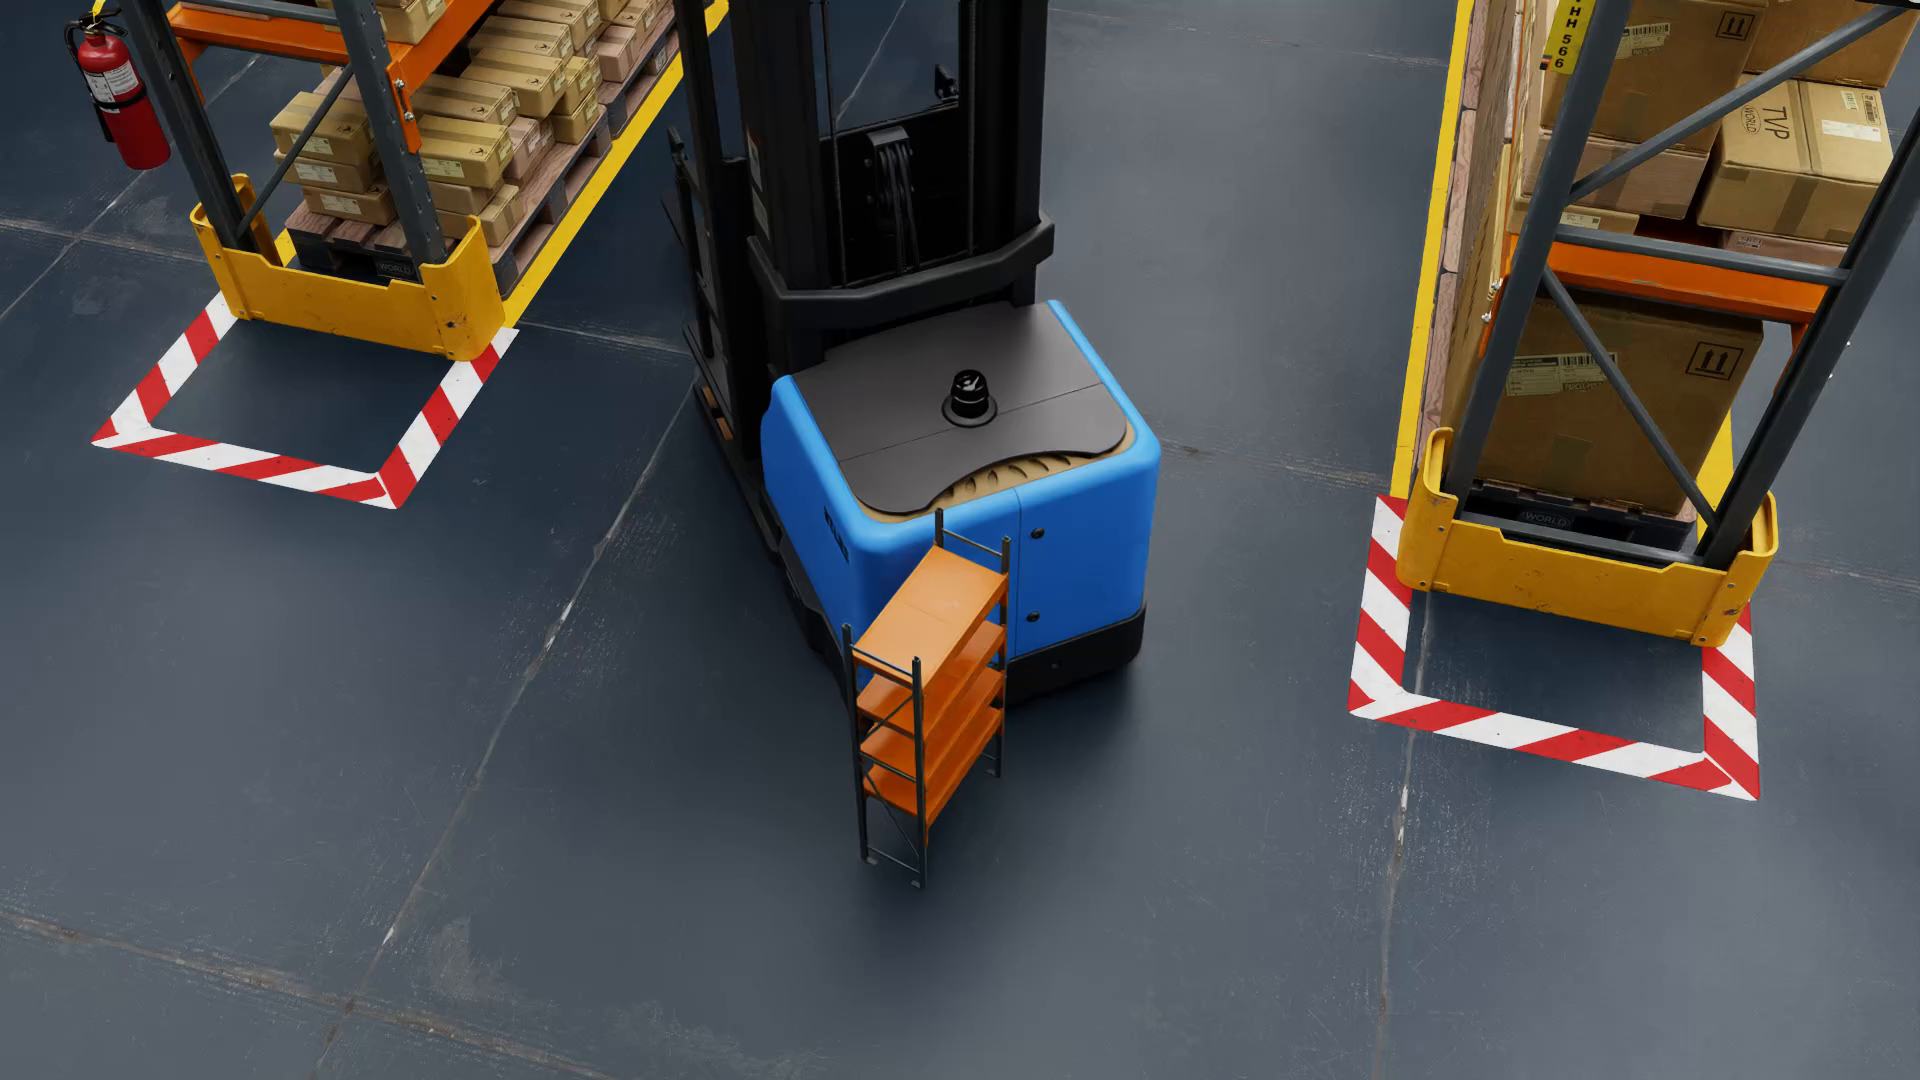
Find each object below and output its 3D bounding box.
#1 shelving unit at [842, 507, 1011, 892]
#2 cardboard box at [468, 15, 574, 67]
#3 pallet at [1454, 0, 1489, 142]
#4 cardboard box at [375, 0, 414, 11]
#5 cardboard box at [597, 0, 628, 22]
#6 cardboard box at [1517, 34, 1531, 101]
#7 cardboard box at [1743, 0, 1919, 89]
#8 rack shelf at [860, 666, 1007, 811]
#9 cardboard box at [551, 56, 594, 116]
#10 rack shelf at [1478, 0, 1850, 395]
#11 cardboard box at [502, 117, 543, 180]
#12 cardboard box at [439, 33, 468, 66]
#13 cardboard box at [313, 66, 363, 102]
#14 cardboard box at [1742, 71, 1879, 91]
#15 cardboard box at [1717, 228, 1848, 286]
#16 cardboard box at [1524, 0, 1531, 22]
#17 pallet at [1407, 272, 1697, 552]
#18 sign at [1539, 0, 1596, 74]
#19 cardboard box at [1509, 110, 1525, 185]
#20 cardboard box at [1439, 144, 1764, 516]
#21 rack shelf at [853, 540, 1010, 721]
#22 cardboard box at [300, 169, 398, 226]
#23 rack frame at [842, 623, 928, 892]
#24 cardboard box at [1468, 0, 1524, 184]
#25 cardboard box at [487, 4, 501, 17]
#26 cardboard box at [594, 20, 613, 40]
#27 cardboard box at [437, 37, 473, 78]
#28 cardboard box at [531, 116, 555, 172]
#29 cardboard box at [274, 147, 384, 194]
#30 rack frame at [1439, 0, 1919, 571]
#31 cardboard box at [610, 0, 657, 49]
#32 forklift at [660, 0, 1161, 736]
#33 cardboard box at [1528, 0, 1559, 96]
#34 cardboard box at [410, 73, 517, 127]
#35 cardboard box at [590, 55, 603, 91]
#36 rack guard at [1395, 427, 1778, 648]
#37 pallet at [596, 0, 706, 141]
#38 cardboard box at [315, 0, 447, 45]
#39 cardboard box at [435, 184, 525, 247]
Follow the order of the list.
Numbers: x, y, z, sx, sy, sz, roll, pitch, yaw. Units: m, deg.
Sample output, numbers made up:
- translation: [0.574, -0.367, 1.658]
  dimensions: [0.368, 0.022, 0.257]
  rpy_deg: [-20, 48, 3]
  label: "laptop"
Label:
- translation: [-0.087, 0.510, 5.000]
  dimensions: [0.258, 1.200, 0.503]
  rpy_deg: [24, 53, 19]
  label: "shelving unit"
- translation: [-1.952, -2.186, 7.403]
  dimensions: [0.380, 0.149, 0.250]
  rpy_deg: [9, 49, 8]
  label: "cardboard box"
- translation: [2.986, -2.290, 8.130]
  dimensions: [1.003, 0.211, 1.213]
  rpy_deg: [12, 50, 10]
  label: "pallet"
- translation: [-2.165, -2.307, 6.020]
  dimensions: [0.500, 0.500, 0.500]
  rpy_deg: [14, 50, 12]
  label: "cardboard box"
- translation: [-1.757, -2.566, 7.738]
  dimensions: [0.380, 0.149, 0.250]
  rpy_deg: [12, 50, 11]
  label: "cardboard box"
- translation: [2.186, -1.644, 5.868]
  dimensions: [0.380, 0.149, 0.250]
  rpy_deg: [12, 50, 11]
  label: "cardboard box"
- translation: [2.727, -1.806, 5.245]
  dimensions: [0.500, 0.500, 0.500]
  rpy_deg: [10, 49, 9]
  label: "cardboard box"
- translation: [-0.087, 0.554, 5.050]
  dimensions: [0.258, 0.148, 0.480]
  rpy_deg: [24, 53, 19]
  label: "rack shelf"
- translation: [-1.886, -2.073, 7.502]
  dimensions: [0.380, 0.149, 0.250]
  rpy_deg: [13, 50, 11]
  label: "cardboard box"
- translation: [2.735, -2.062, 6.549]
  dimensions: [1.077, 0.370, 4.000]
  rpy_deg: [12, 50, 10]
  label: "rack shelf"
- translation: [-2.038, -1.715, 7.186]
  dimensions: [0.380, 0.149, 0.250]
  rpy_deg: [11, 50, 10]
  label: "cardboard box"
- translation: [-2.459, -2.288, 7.494]
  dimensions: [0.380, 0.149, 0.250]
  rpy_deg: [10, 49, 9]
  label: "cardboard box"
- translation: [-2.533, -1.901, 7.152]
  dimensions: [0.380, 0.149, 0.250]
  rpy_deg: [12, 50, 11]
  label: "cardboard box"
- translation: [2.726, -1.574, 5.540]
  dimensions: [0.500, 0.250, 0.500]
  rpy_deg: [11, 49, 10]
  label: "cardboard box"
- translation: [2.620, -0.962, 5.266]
  dimensions: [0.380, 0.149, 0.250]
  rpy_deg: [12, 50, 10]
  label: "cardboard box"
- translation: [2.320, -2.020, 6.199]
  dimensions: [0.380, 0.149, 0.250]
  rpy_deg: [12, 50, 10]
  label: "cardboard box"
- translation: [2.344, -0.525, 6.572]
  dimensions: [1.003, 0.211, 1.213]
  rpy_deg: [12, 50, 10]
  label: "pallet"
- translation: [1.689, -1.432, 4.583]
  dimensions: [0.100, 0.325, 0.005]
  rpy_deg: [12, 50, 10]
  label: "sign"
- translation: [2.051, -1.281, 5.548]
  dimensions: [0.380, 0.149, 0.250]
  rpy_deg: [12, 50, 10]
  label: "cardboard box"
- translation: [2.300, -0.768, 6.064]
  dimensions: [0.875, 0.875, 0.875]
  rpy_deg: [12, 50, 10]
  label: "cardboard box"
- translation: [-0.087, 0.250, 4.705]
  dimensions: [0.258, 0.148, 0.480]
  rpy_deg: [24, 53, 19]
  label: "rack shelf"
- translation: [-2.613, -1.523, 7.215]
  dimensions: [0.380, 0.149, 0.250]
  rpy_deg: [12, 50, 11]
  label: "cardboard box"
- translation: [-0.210, 0.668, 4.860]
  dimensions: [0.240, 1.200, 0.015]
  rpy_deg: [24, 53, 19]
  label: "rack frame"
- translation: [2.774, -2.070, 7.213]
  dimensions: [0.875, 0.875, 0.875]
  rpy_deg: [12, 50, 10]
  label: "cardboard box"
- translation: [-2.342, -2.573, 7.943]
  dimensions: [0.380, 0.149, 0.250]
  rpy_deg: [14, 50, 12]
  label: "cardboard box"
- translation: [-1.877, -2.488, 7.869]
  dimensions: [0.380, 0.149, 0.250]
  rpy_deg: [14, 50, 12]
  label: "cardboard box"
- translation: [-2.381, -2.188, 7.603]
  dimensions: [0.380, 0.149, 0.250]
  rpy_deg: [11, 49, 10]
  label: "cardboard box"
- translation: [-2.054, -1.803, 7.462]
  dimensions: [0.380, 0.149, 0.250]
  rpy_deg: [12, 50, 10]
  label: "cardboard box"
- translation: [-2.686, -1.638, 7.118]
  dimensions: [0.380, 0.149, 0.250]
  rpy_deg: [10, 49, 9]
  label: "cardboard box"
- translation: [2.209, -0.854, 5.003]
  dimensions: [1.000, 3.000, 0.127]
  rpy_deg: [12, 50, 10]
  label: "rack frame"
- translation: [-1.709, -2.538, 8.111]
  dimensions: [0.380, 0.149, 0.250]
  rpy_deg: [12, 50, 10]
  label: "cardboard box"
- translation: [-0.409, -1.413, 5.542]
  dimensions: [1.130, 2.935, 3.031]
  rpy_deg: [-18, 51, -15]
  label: "forklift"
- translation: [2.214, -1.672, 5.627]
  dimensions: [0.500, 0.250, 0.500]
  rpy_deg: [11, 49, 9]
  label: "cardboard box"
- translation: [-2.128, -1.833, 7.092]
  dimensions: [0.380, 0.149, 0.250]
  rpy_deg: [12, 50, 11]
  label: "cardboard box"
- translation: [-1.906, -2.170, 7.786]
  dimensions: [0.380, 0.149, 0.250]
  rpy_deg: [12, 50, 10]
  label: "cardboard box"
- translation: [2.202, -0.009, 5.925]
  dimensions: [1.175, 0.500, 0.348]
  rpy_deg: [12, 50, 10]
  label: "rack guard"
- translation: [-1.959, -2.498, 8.314]
  dimensions: [1.003, 0.211, 1.213]
  rpy_deg: [12, 50, 10]
  label: "pallet"
- translation: [-2.148, -1.992, 6.175]
  dimensions: [0.380, 0.149, 0.250]
  rpy_deg: [11, 50, 10]
  label: "cardboard box"
- translation: [-2.103, -1.417, 7.121]
  dimensions: [0.380, 0.149, 0.250]
  rpy_deg: [12, 50, 11]
  label: "cardboard box"
